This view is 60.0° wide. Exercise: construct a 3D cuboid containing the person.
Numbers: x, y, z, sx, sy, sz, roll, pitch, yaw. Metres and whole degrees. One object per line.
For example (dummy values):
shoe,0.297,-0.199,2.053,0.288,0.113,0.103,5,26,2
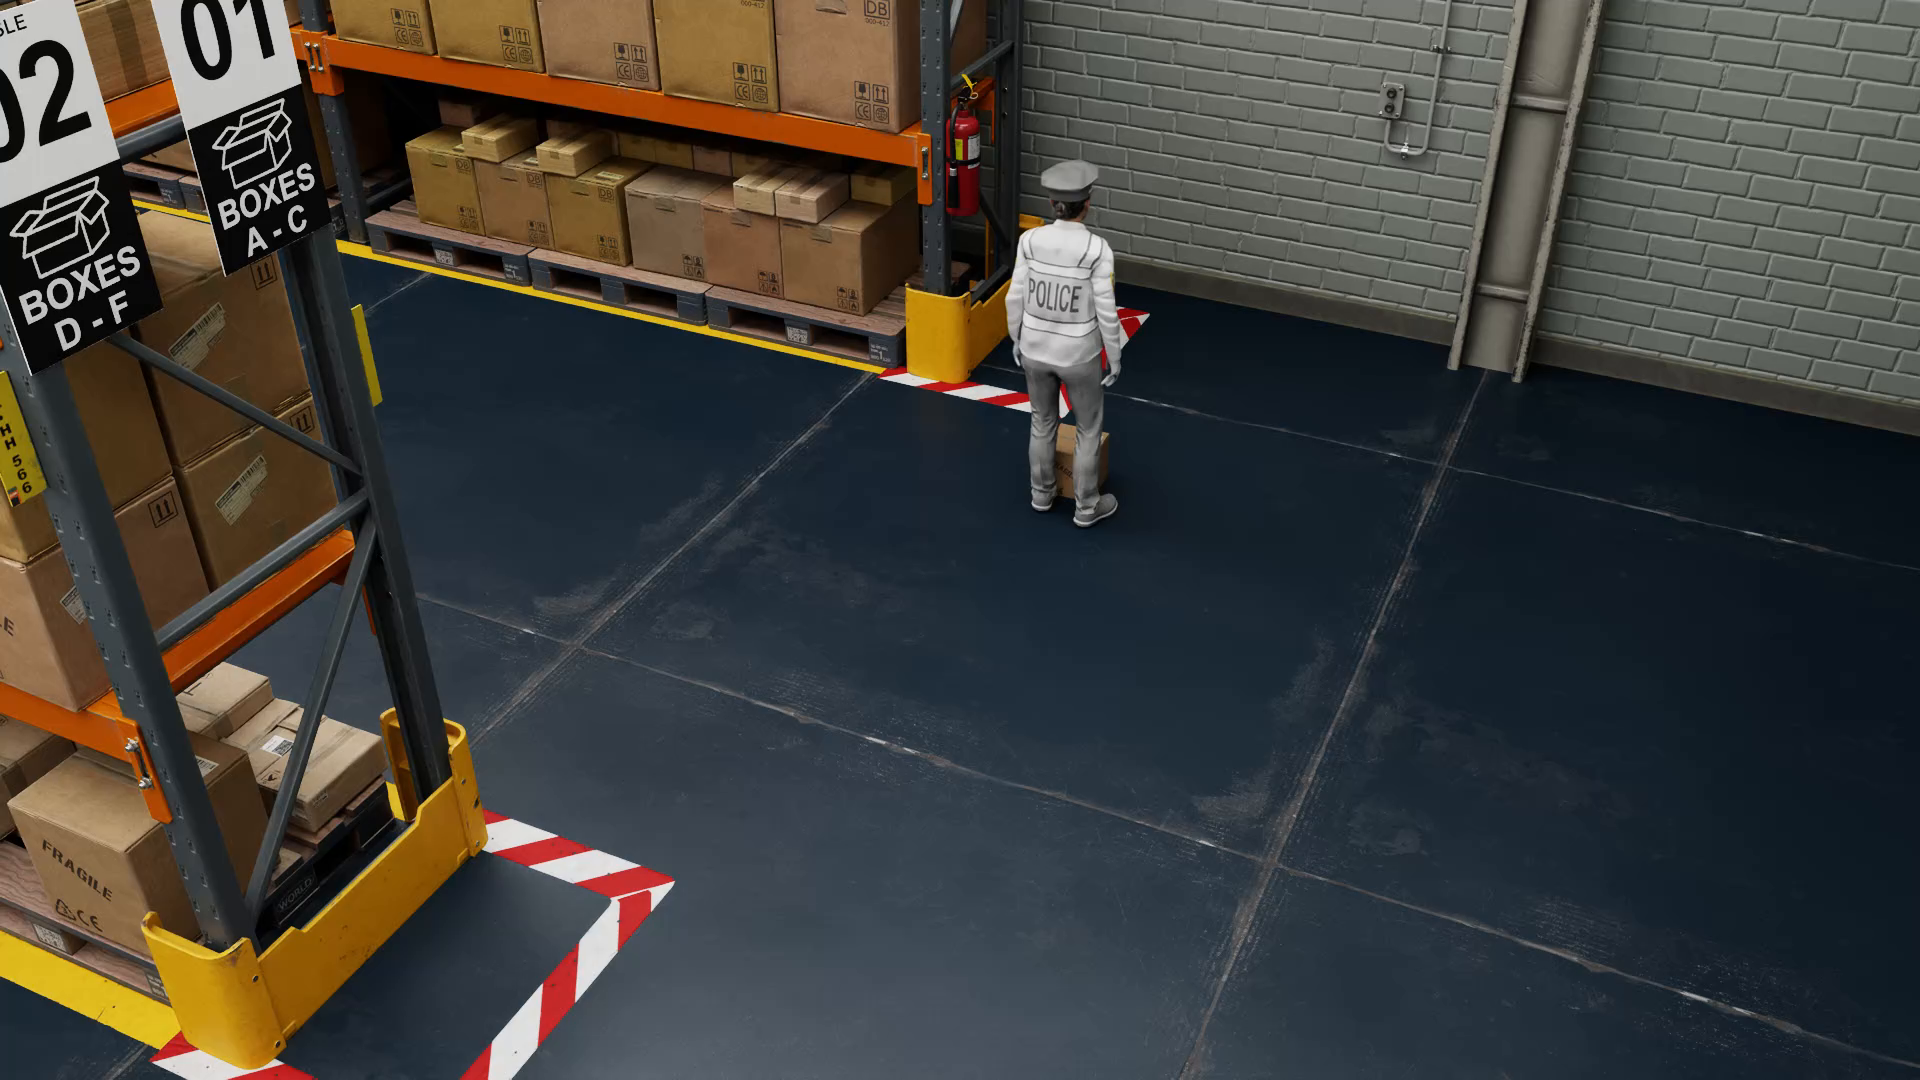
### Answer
person,0.467,-0.842,7.391,0.529,1.664,0.404,14,36,20
